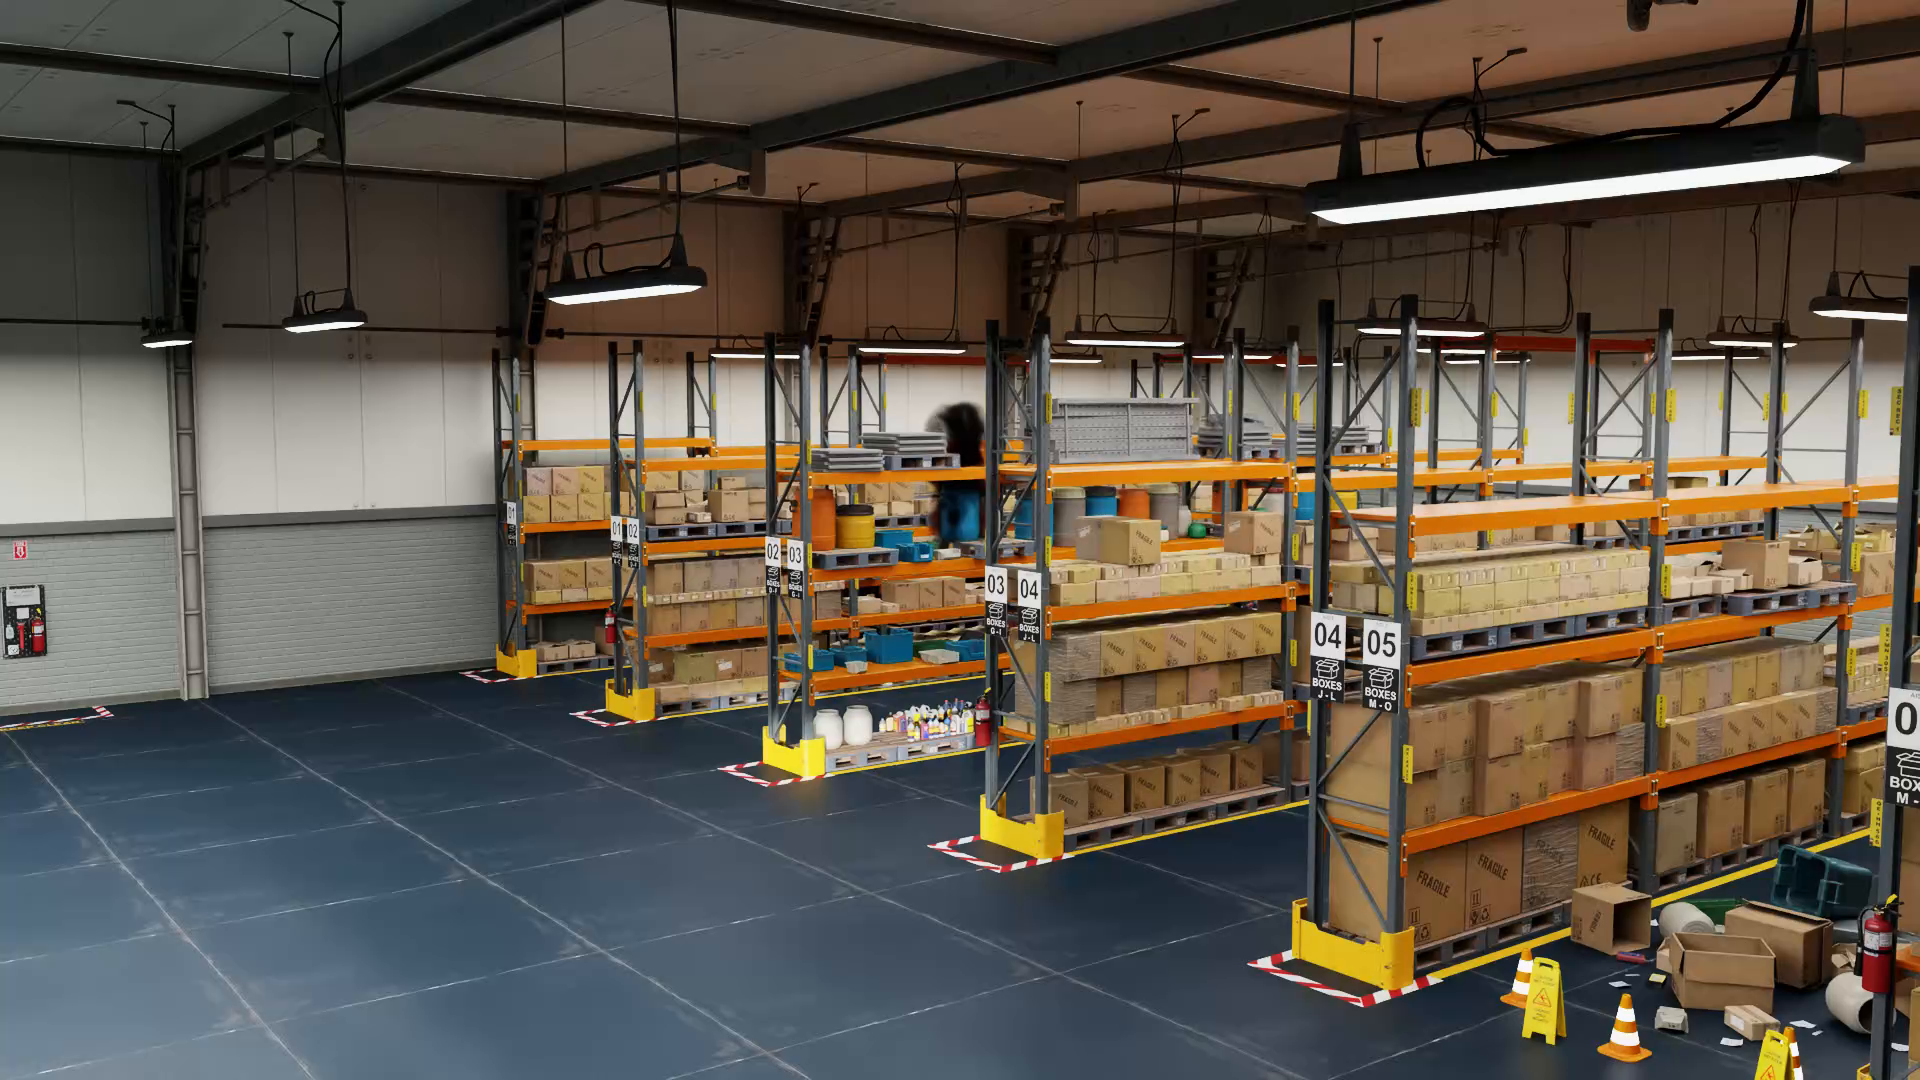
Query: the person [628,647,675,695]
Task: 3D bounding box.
[{"bbox_3d":[-5.344,1.840,28.751,0.869,1.621,0.571,-4,7,-42],"label":"person"}]
